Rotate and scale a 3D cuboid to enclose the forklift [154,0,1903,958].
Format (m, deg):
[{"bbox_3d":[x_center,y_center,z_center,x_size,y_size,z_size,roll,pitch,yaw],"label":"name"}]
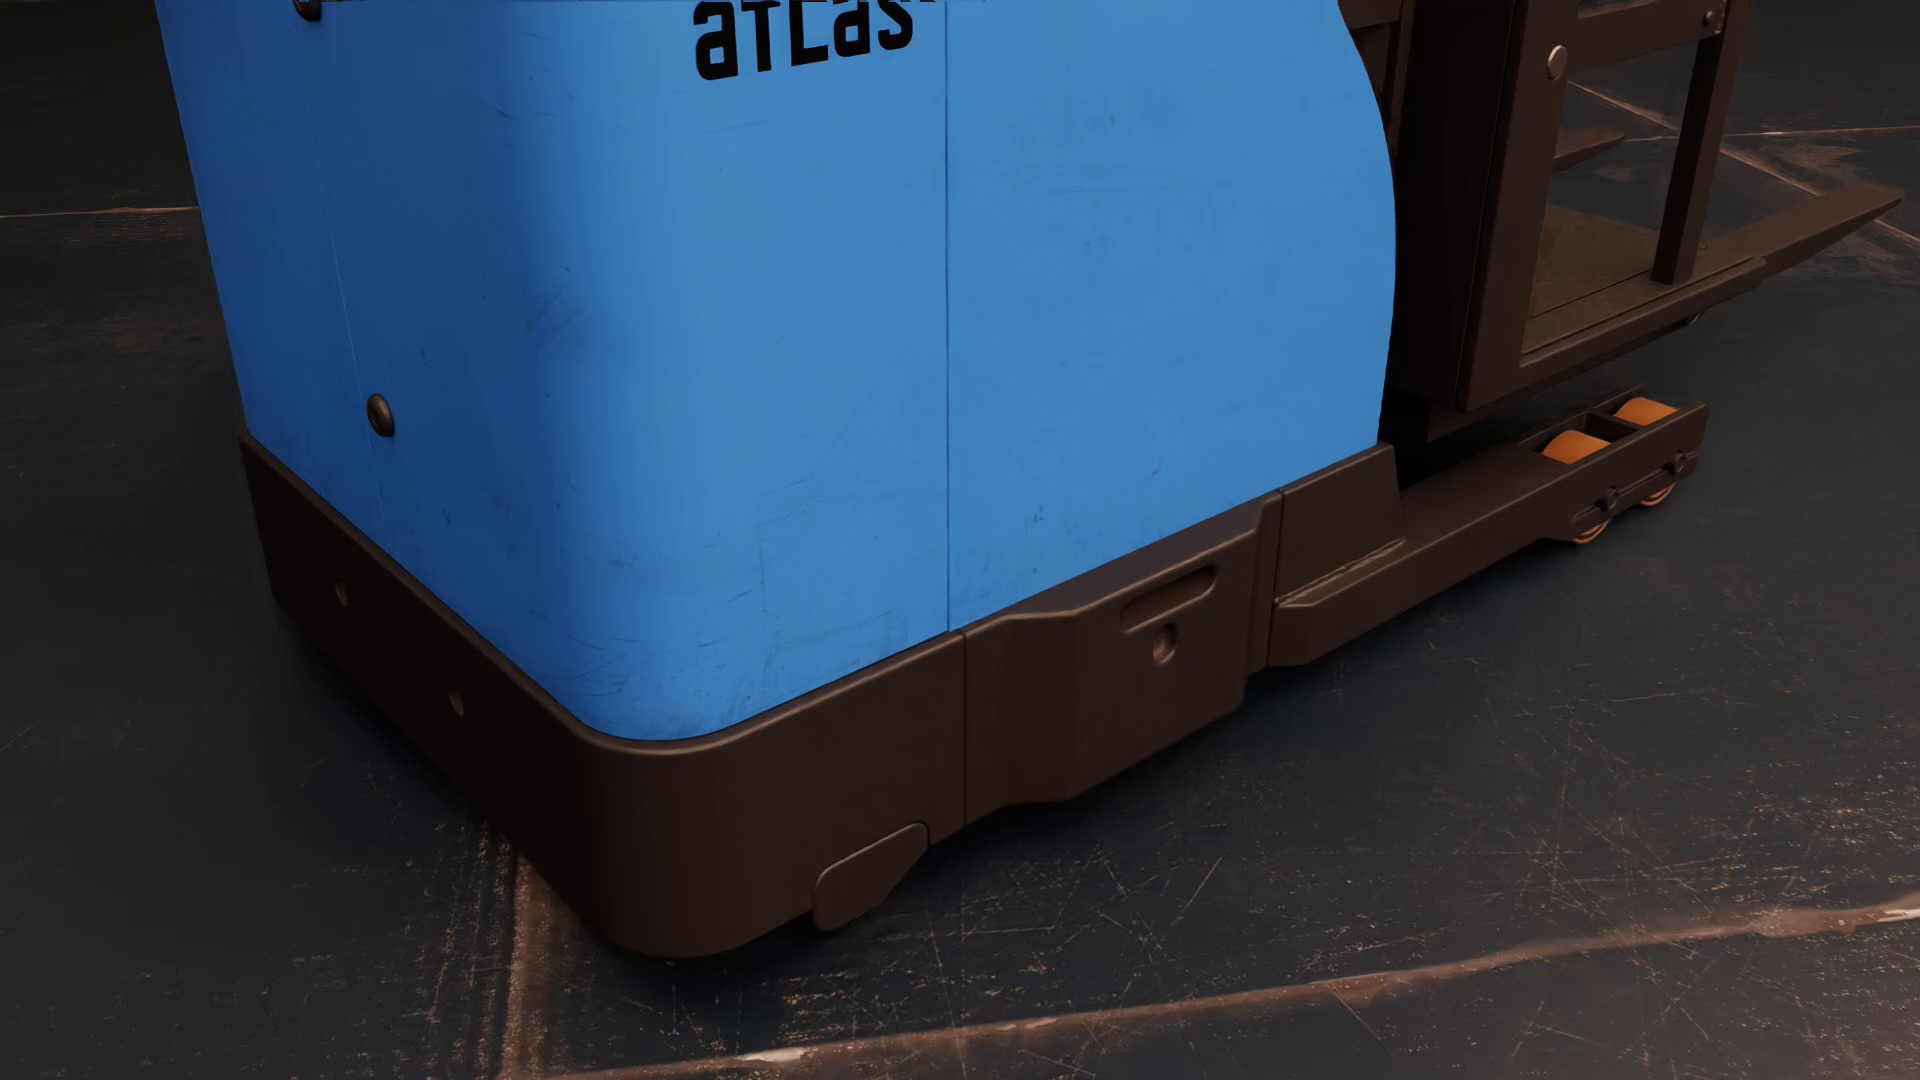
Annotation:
[{"bbox_3d":[0.529,-1.457,2.118,3.031,2.935,1.130,-22,35,-35],"label":"forklift"}]
